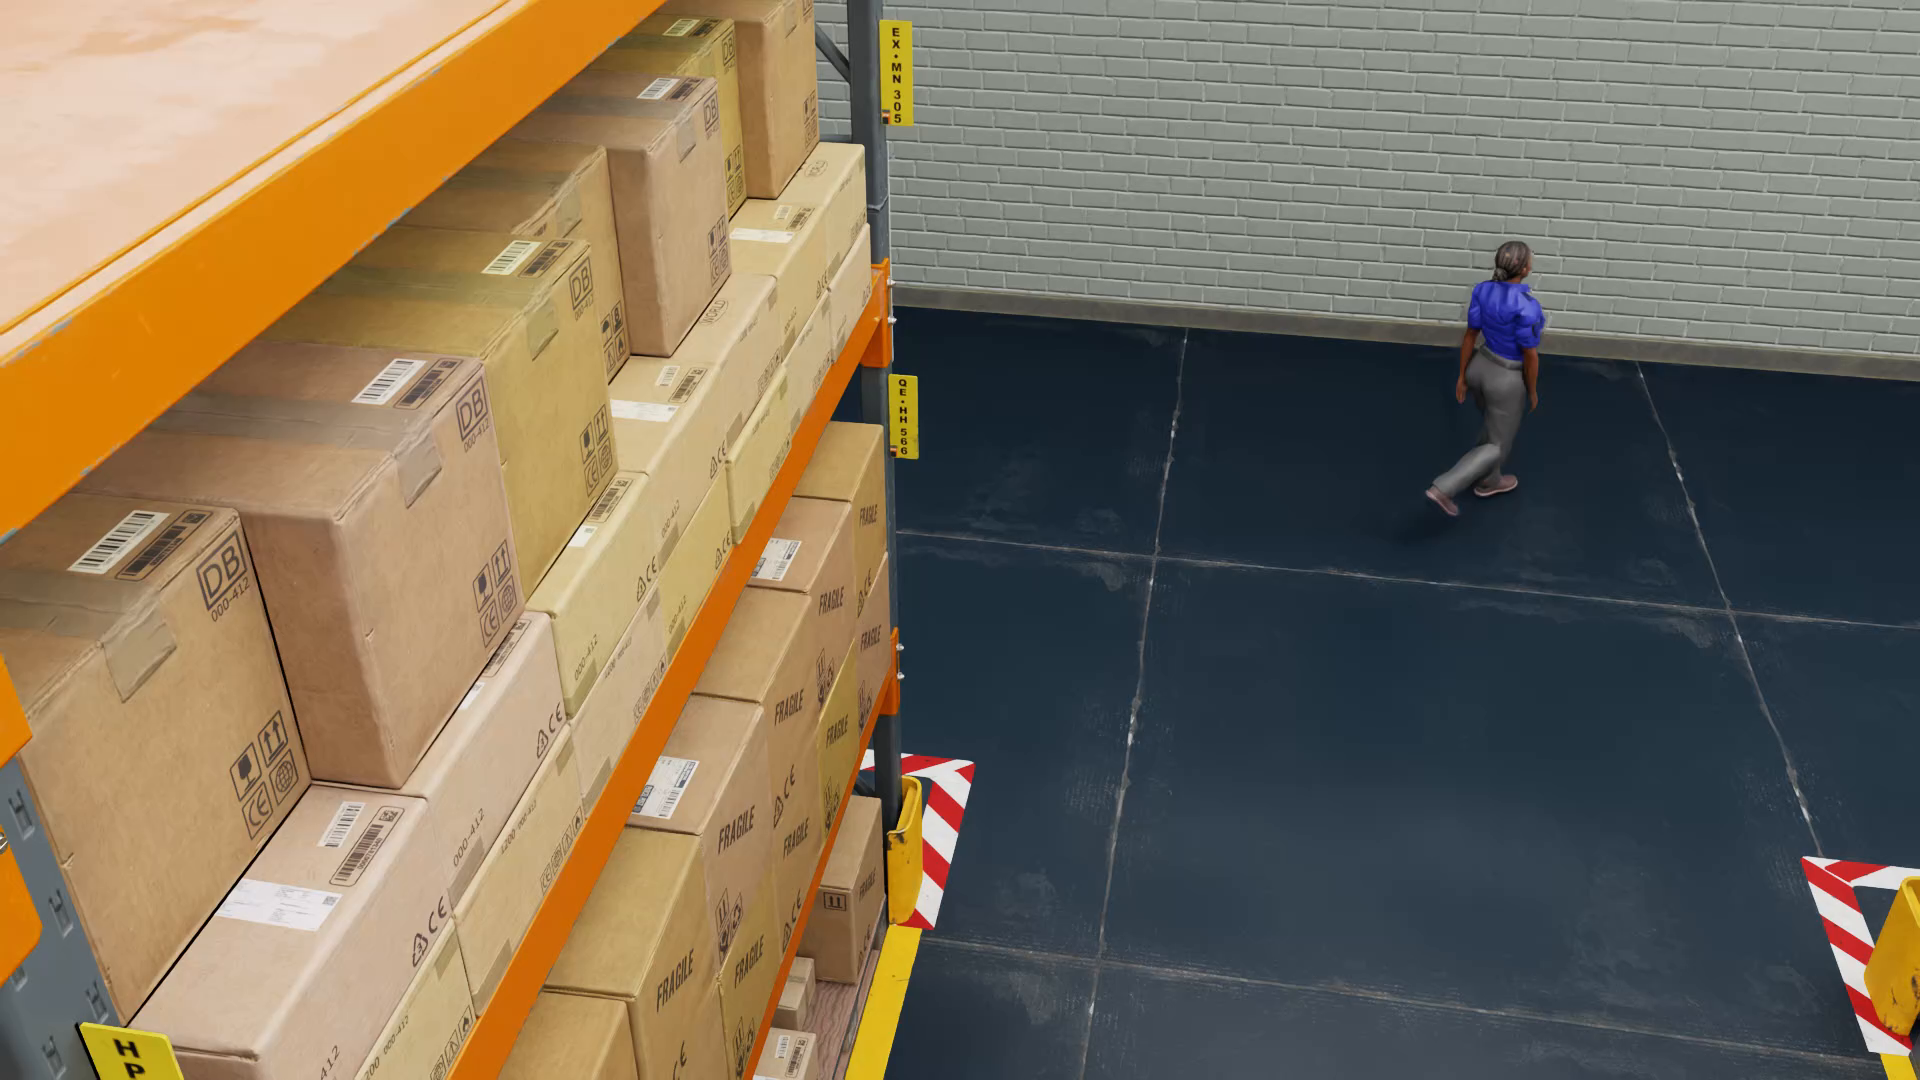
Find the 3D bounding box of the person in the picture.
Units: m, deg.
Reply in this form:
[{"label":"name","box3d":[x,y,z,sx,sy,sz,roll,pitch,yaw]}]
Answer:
[{"label":"person","box3d":[2.919,-0.868,9.099,0.841,1.618,0.442,-16,36,-23]}]
